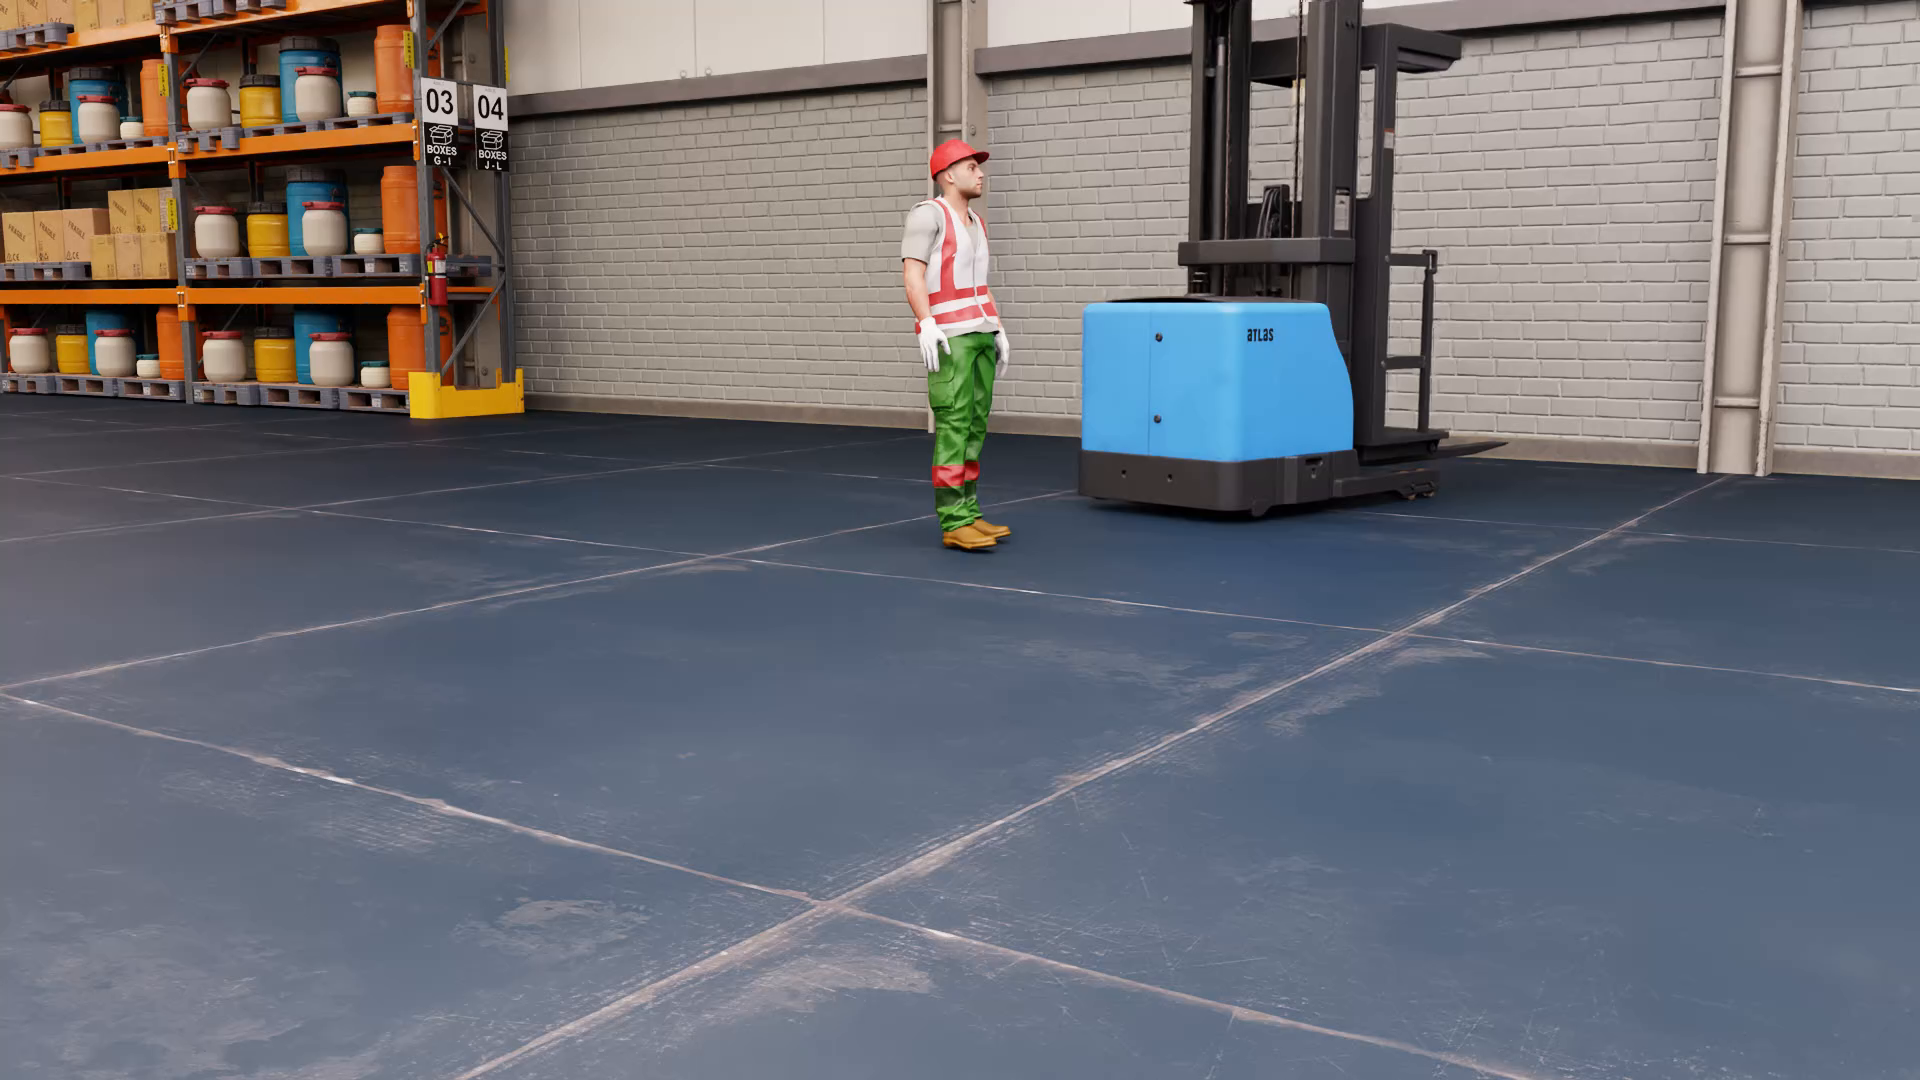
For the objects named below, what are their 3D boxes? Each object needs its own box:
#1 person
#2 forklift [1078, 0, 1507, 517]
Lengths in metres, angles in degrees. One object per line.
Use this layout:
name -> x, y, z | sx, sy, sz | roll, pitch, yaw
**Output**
person -> 0.060, -0.885, 7.423 | 0.564, 1.787, 0.638 | 5, 10, 34
forklift -> 2.038, -1.714, 9.249 | 3.031, 2.935, 1.130 | -8, 11, -43
